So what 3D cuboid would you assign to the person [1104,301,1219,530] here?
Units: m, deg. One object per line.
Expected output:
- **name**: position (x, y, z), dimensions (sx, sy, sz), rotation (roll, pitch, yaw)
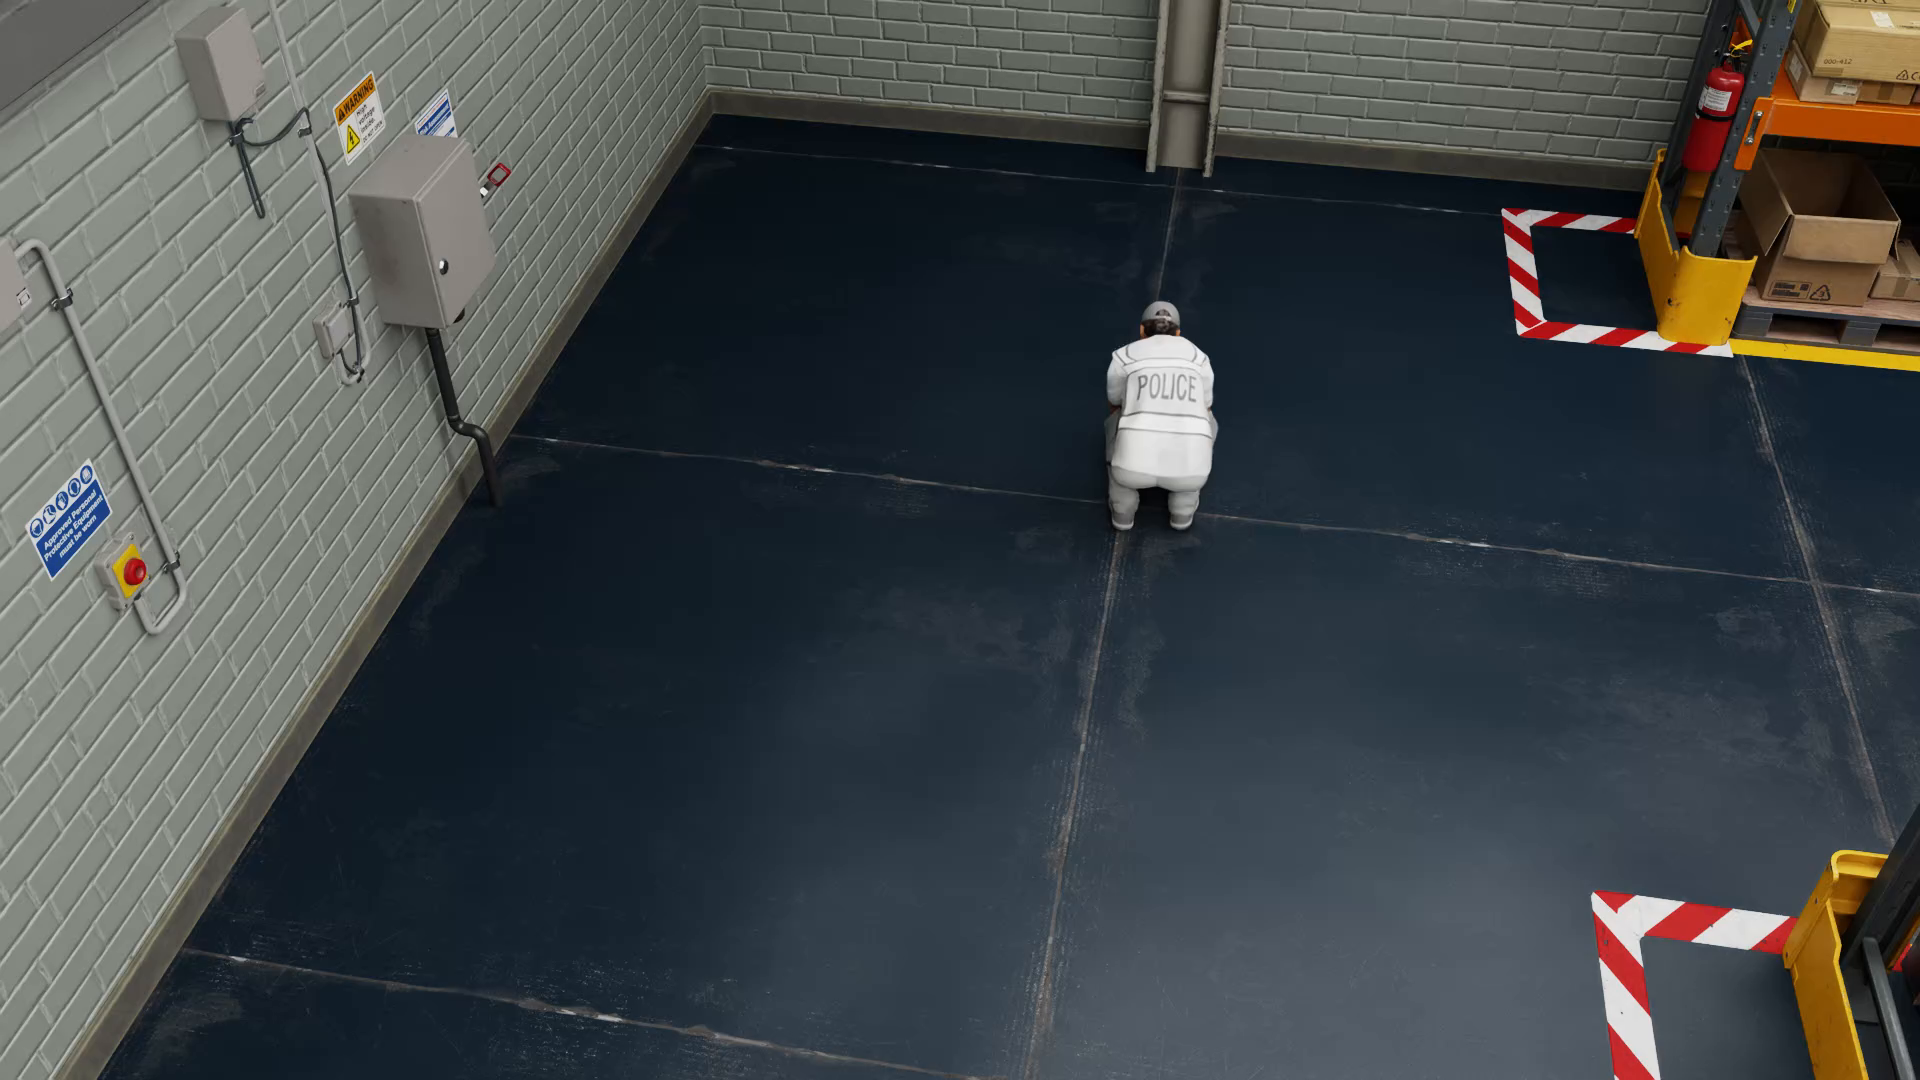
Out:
- **person**: position (0.886, -0.504, 7.372), dimensions (0.515, 0.850, 0.864), rotation (7, 41, 8)
